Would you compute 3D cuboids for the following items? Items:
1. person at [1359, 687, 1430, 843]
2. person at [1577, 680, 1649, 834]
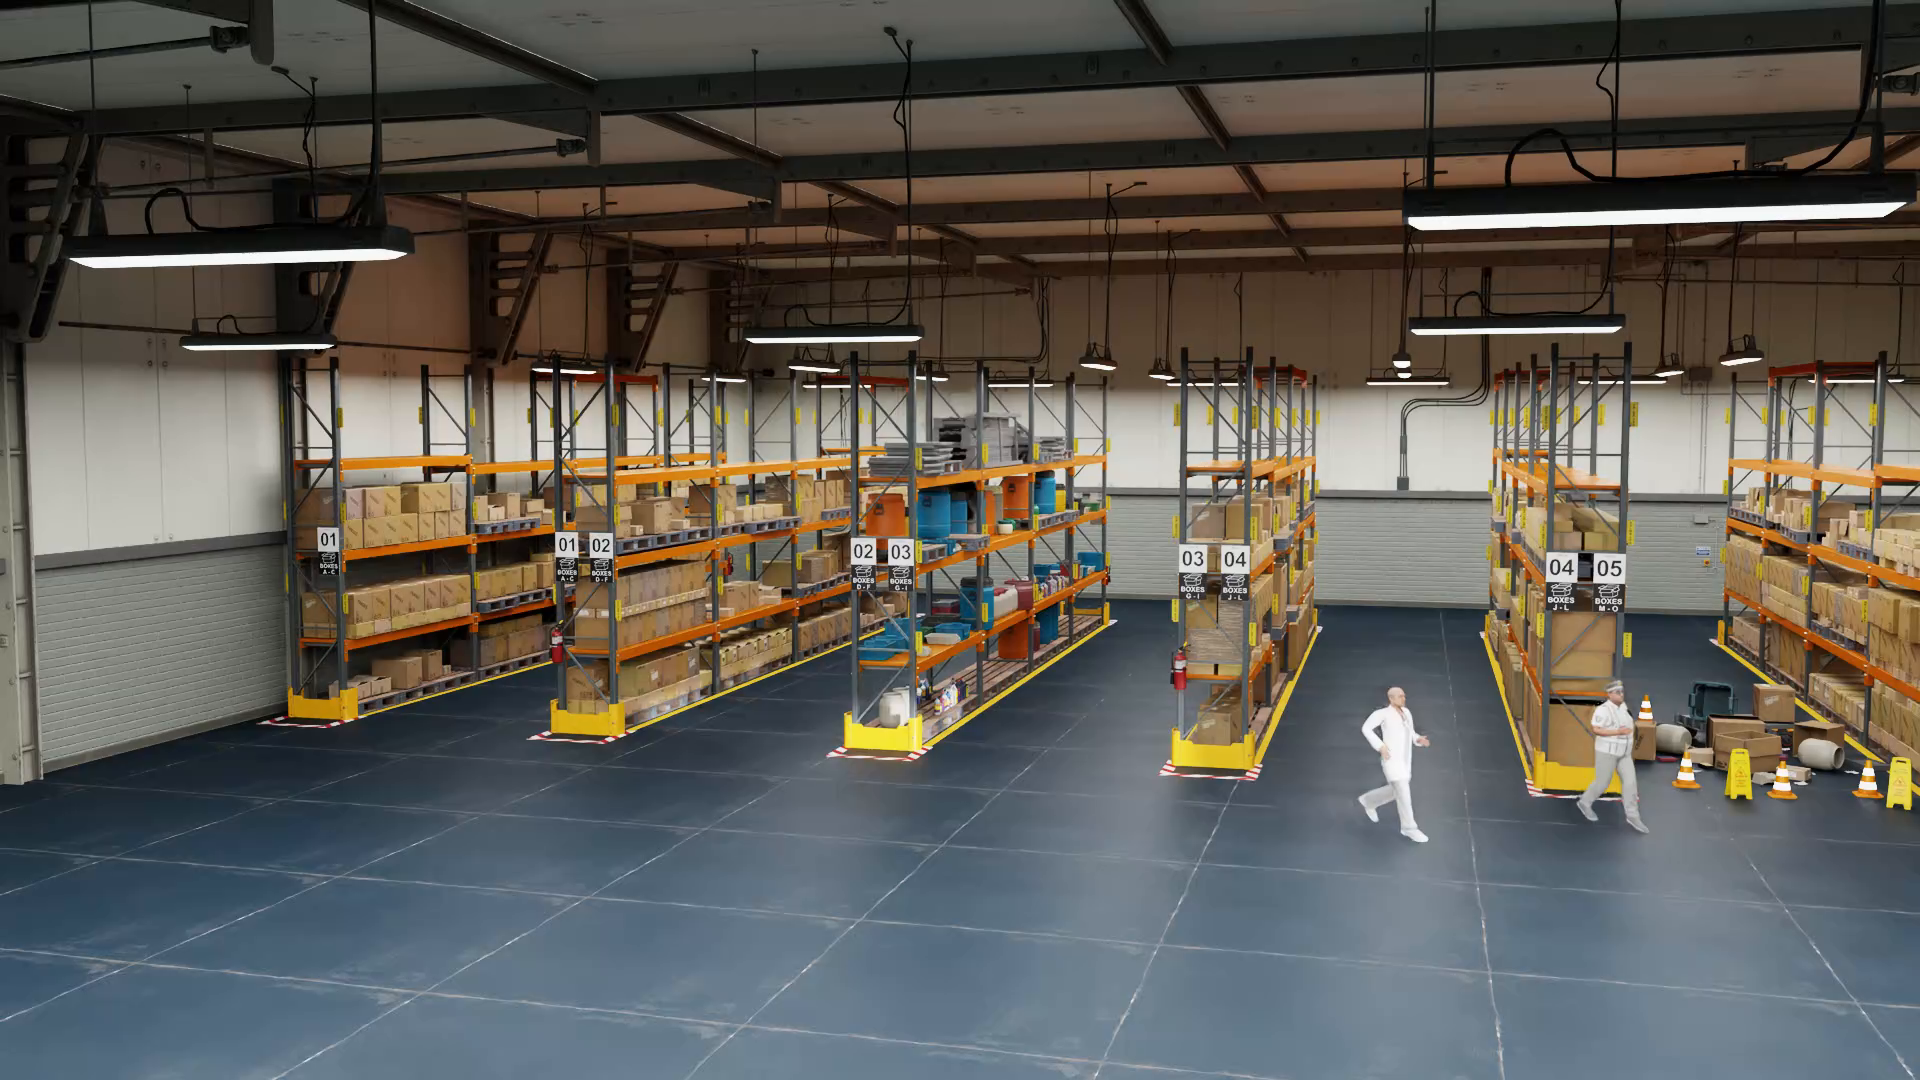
[{"bbox_3d":[5.198,2.651,19.946,0.710,1.788,1.034,-4,6,-40],"label":"person"},{"bbox_3d":[7.972,2.606,20.296,0.662,1.820,0.918,-2,5,-25],"label":"person"}]
